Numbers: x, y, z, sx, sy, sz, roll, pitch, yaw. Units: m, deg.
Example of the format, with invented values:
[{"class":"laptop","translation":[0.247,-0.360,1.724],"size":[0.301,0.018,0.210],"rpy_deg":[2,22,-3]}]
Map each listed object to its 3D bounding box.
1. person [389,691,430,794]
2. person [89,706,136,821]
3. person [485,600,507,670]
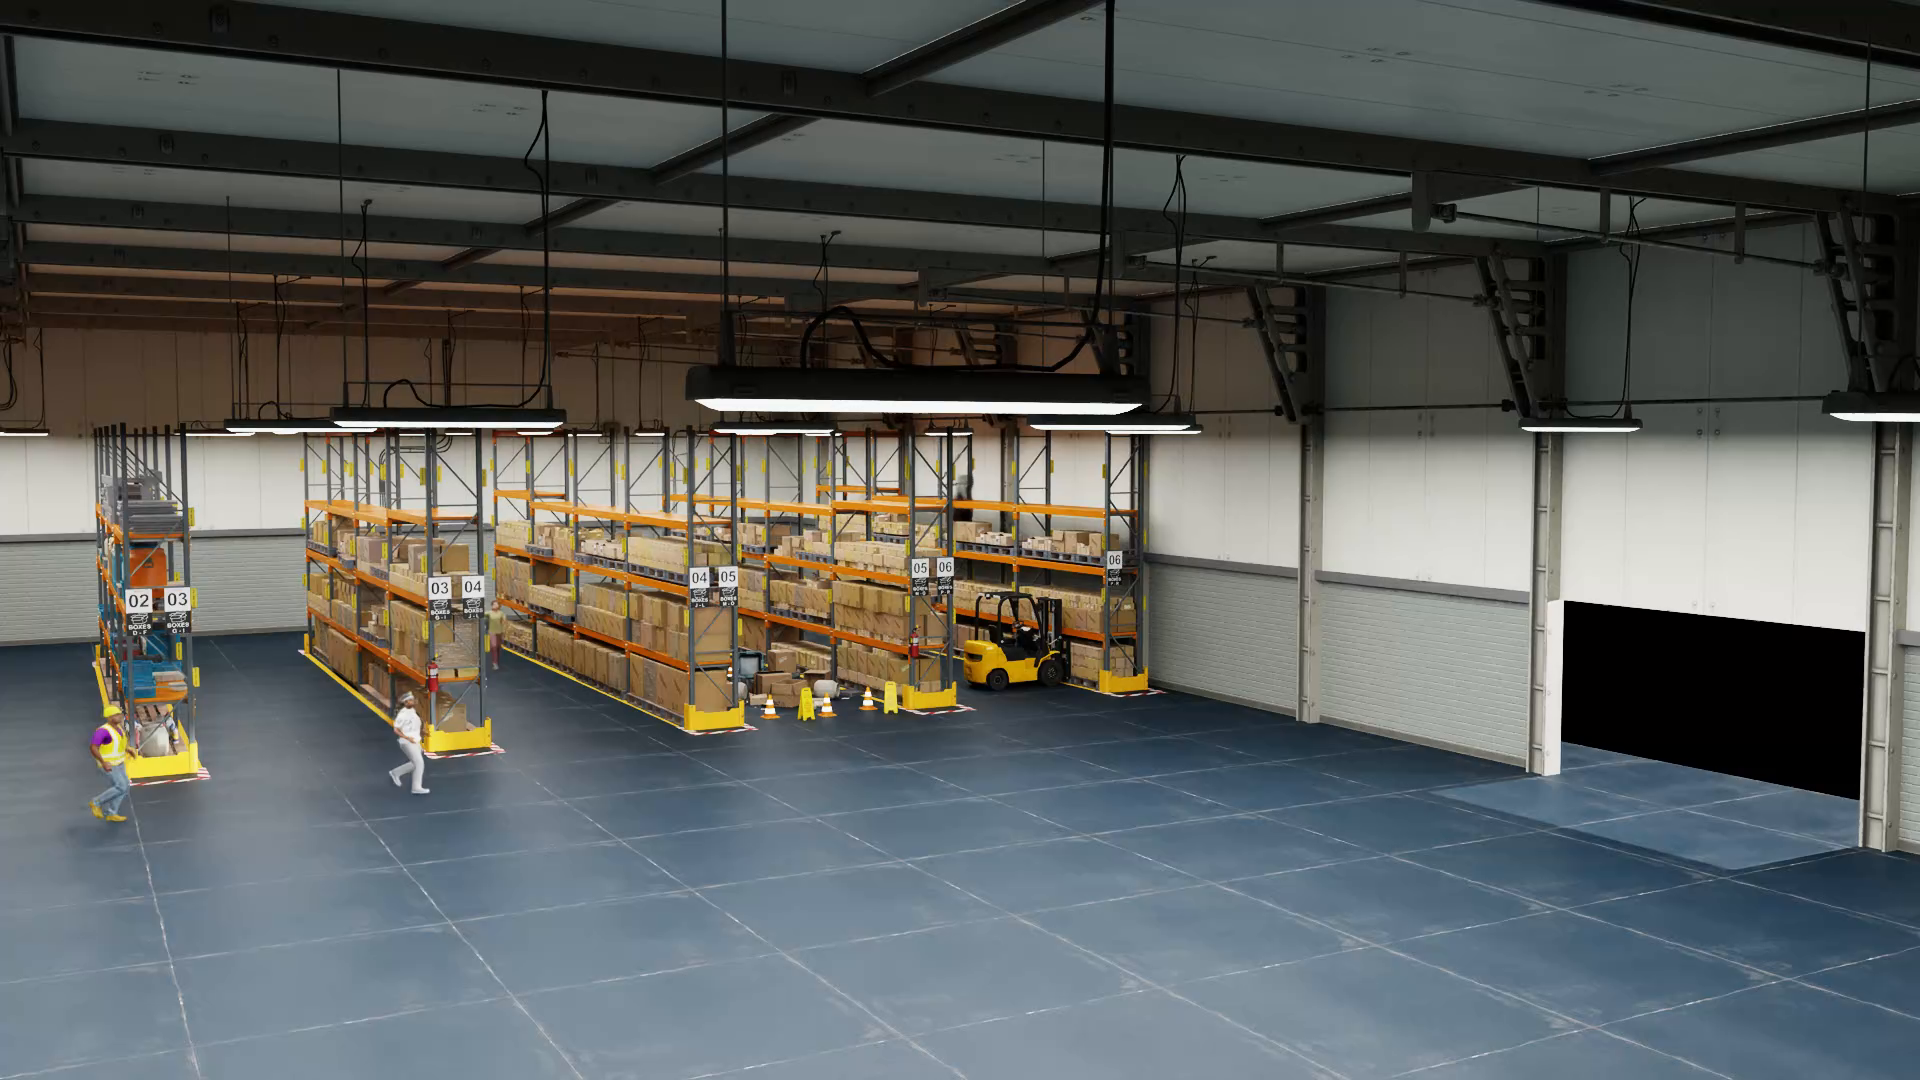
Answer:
[{"class":"person","translation":[-8.919,3.265,26.859],"size":[0.681,1.655,0.581],"rpy_deg":[0,3,5]},{"class":"person","translation":[-12.712,3.350,24.929],"size":[0.577,1.733,0.715],"rpy_deg":[0,3,-3]},{"class":"person","translation":[-11.617,2.351,41.598],"size":[0.557,1.701,0.879],"rpy_deg":[-2,4,-31]}]
